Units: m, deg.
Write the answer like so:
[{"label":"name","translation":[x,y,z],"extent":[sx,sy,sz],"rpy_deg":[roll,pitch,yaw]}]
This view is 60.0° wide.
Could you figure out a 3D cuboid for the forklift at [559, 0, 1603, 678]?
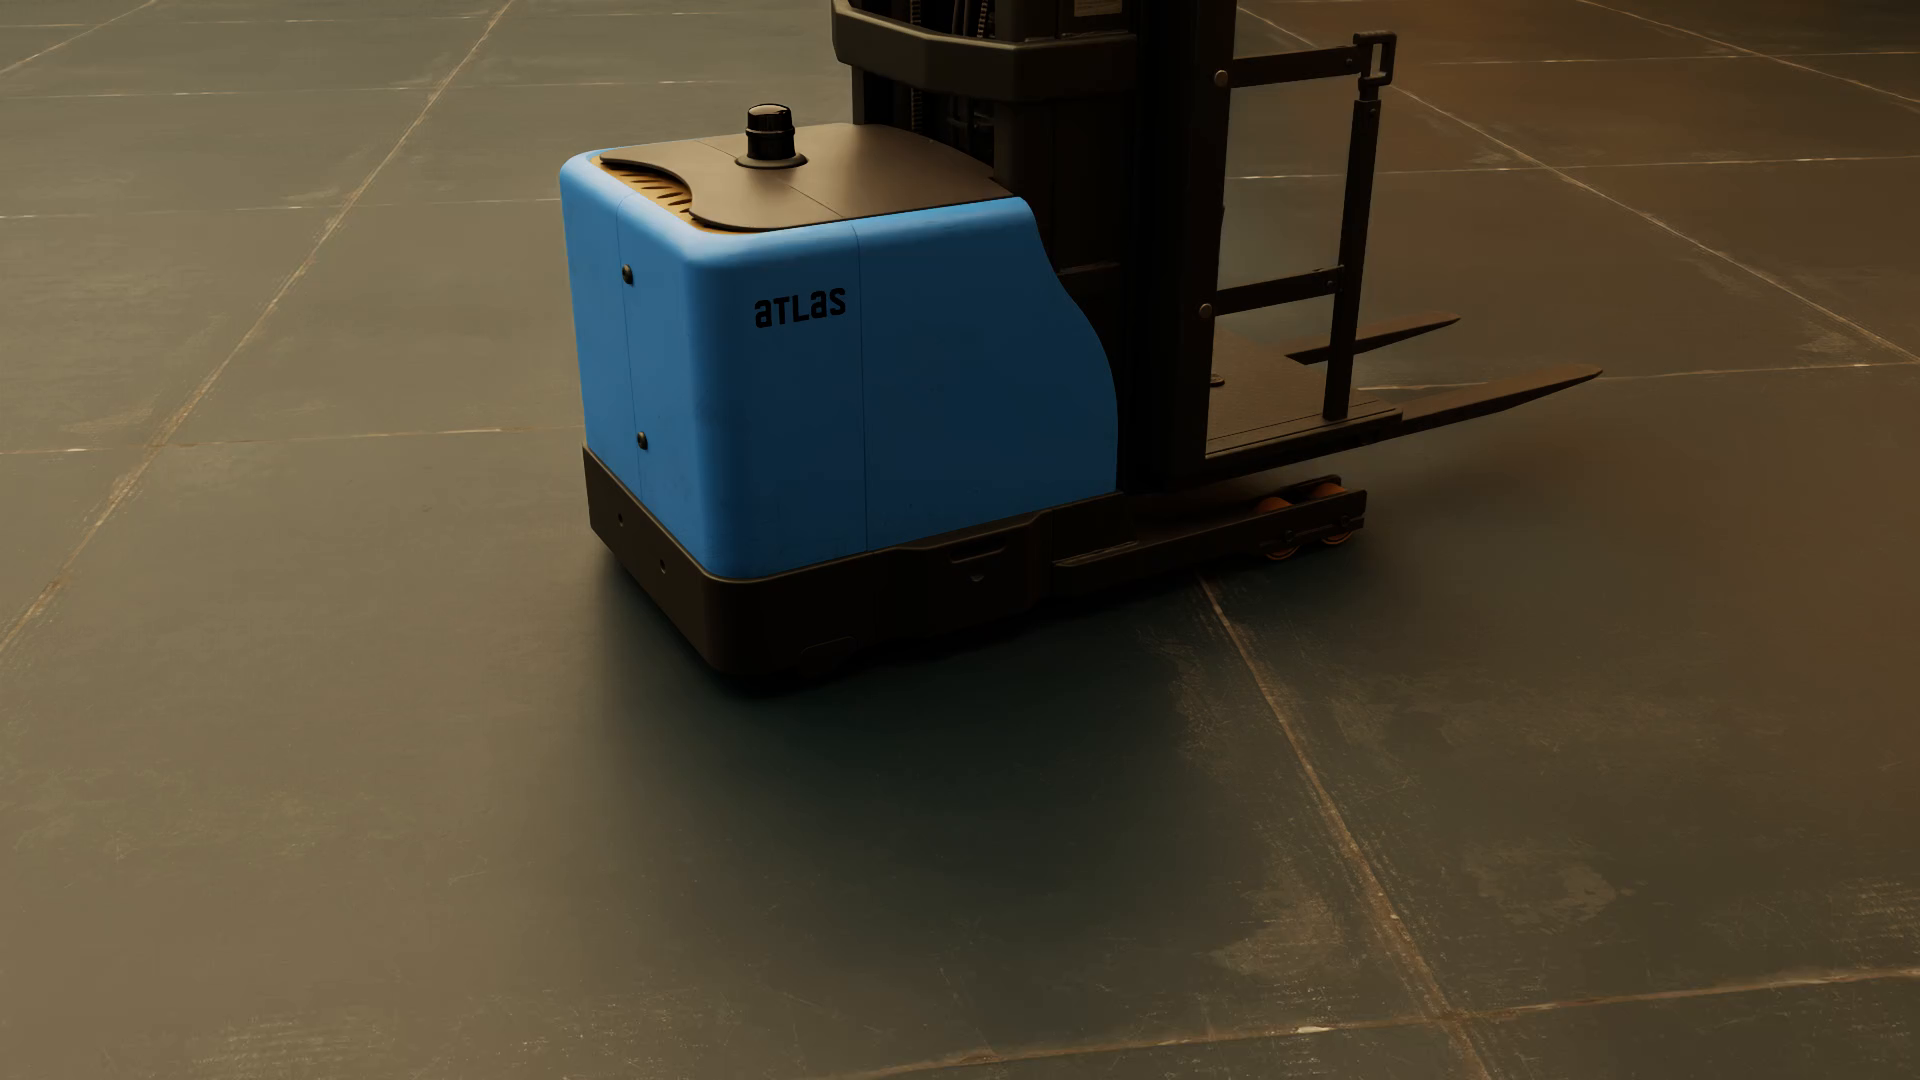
[{"label":"forklift","translation":[0.529,-1.451,4.240],"extent":[3.031,2.935,1.130],"rpy_deg":[-14,29,-26]}]
